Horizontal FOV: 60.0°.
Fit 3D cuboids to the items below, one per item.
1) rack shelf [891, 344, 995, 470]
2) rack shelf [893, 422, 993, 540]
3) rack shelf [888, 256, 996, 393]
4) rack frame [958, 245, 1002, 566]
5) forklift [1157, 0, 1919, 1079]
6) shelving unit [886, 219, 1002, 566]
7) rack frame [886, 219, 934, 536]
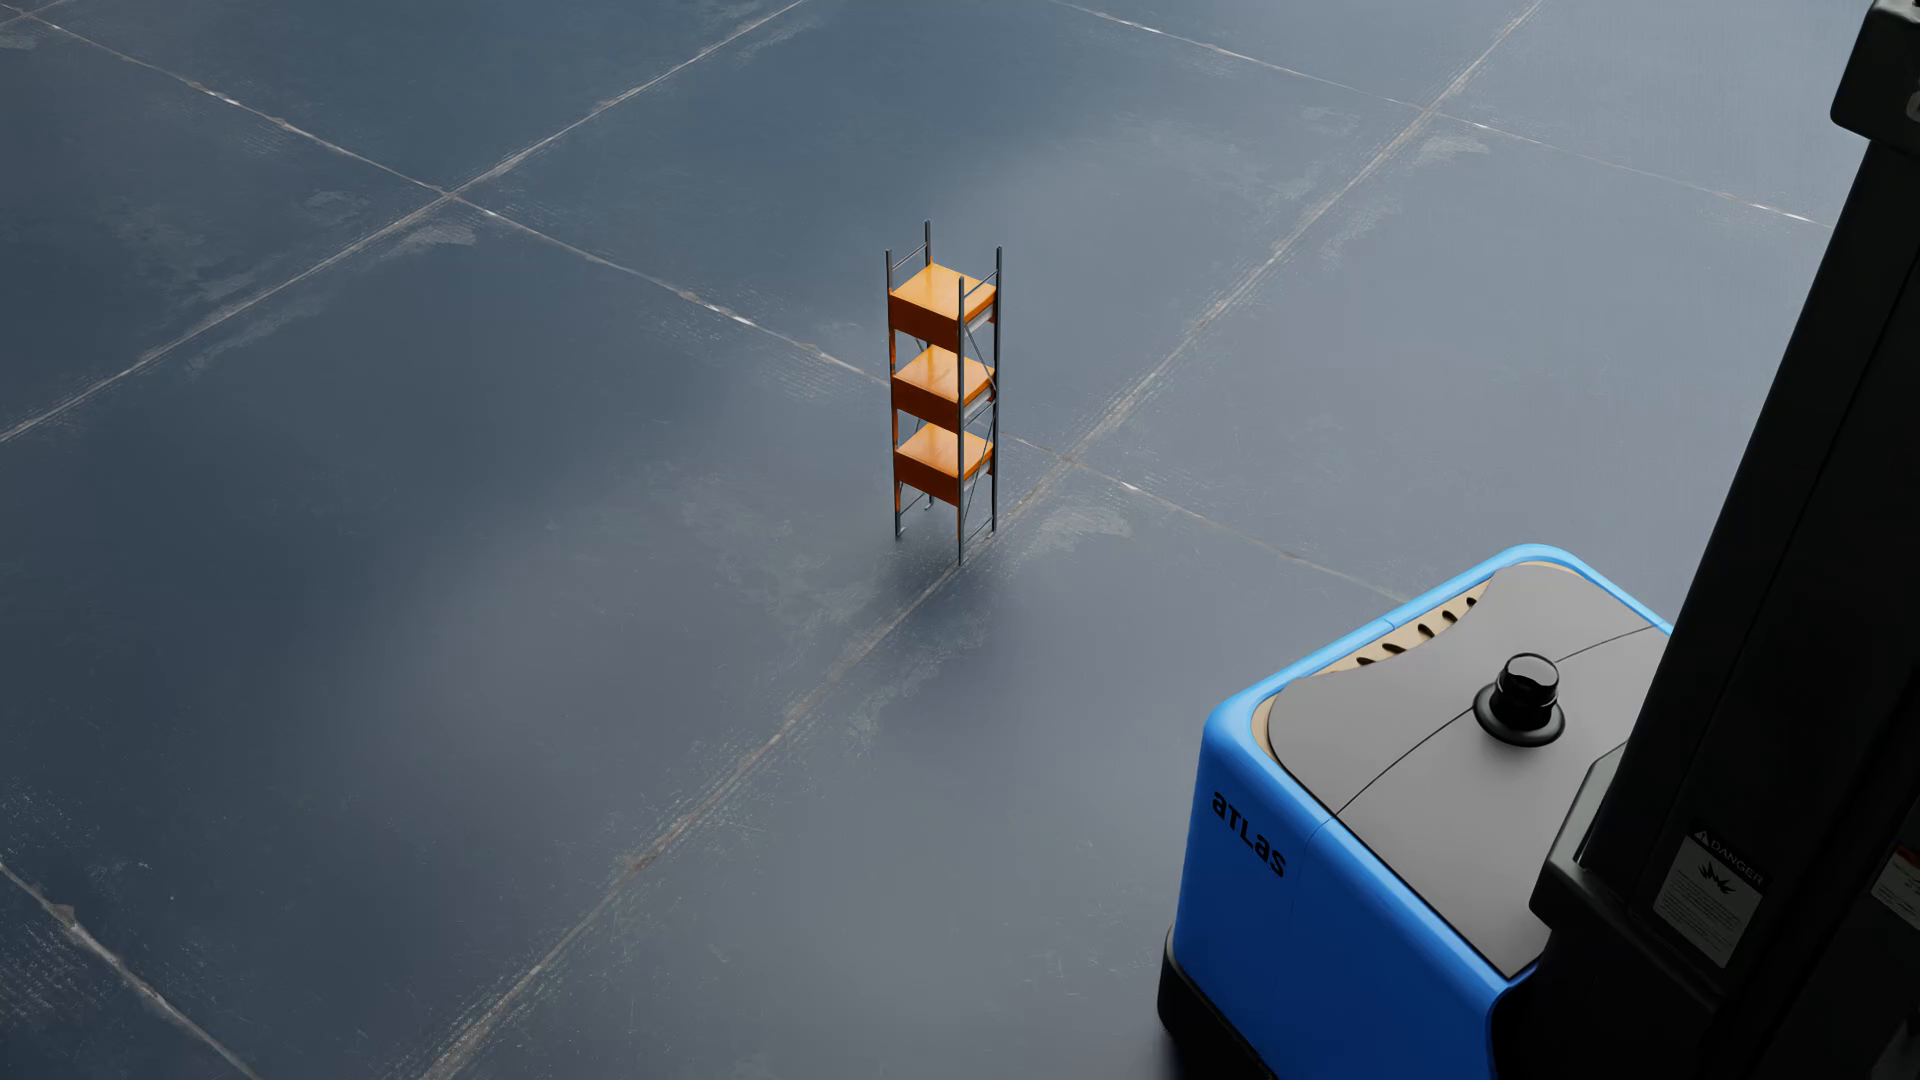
[{"bbox_3d":[-0.044,-0.404,4.930,0.240,0.259,0.215,25,48,25],"label":"rack shelf"},{"bbox_3d":[-0.044,-0.197,5.115,0.240,0.259,0.215,25,48,25],"label":"rack shelf"},{"bbox_3d":[-0.044,-0.615,4.741,0.240,0.259,0.215,25,48,25],"label":"rack shelf"},{"bbox_3d":[0.056,-0.365,4.871,0.008,1.050,0.200,25,48,25],"label":"rack frame"},{"bbox_3d":[1.699,0.687,2.284,1.130,2.935,3.031,-24,47,-24],"label":"forklift"},{"bbox_3d":[-0.044,-0.412,4.923,0.252,1.050,0.215,25,48,25],"label":"shelving unit"},{"bbox_3d":[-0.144,-0.458,4.975,0.008,1.050,0.200,25,48,25],"label":"rack frame"}]
